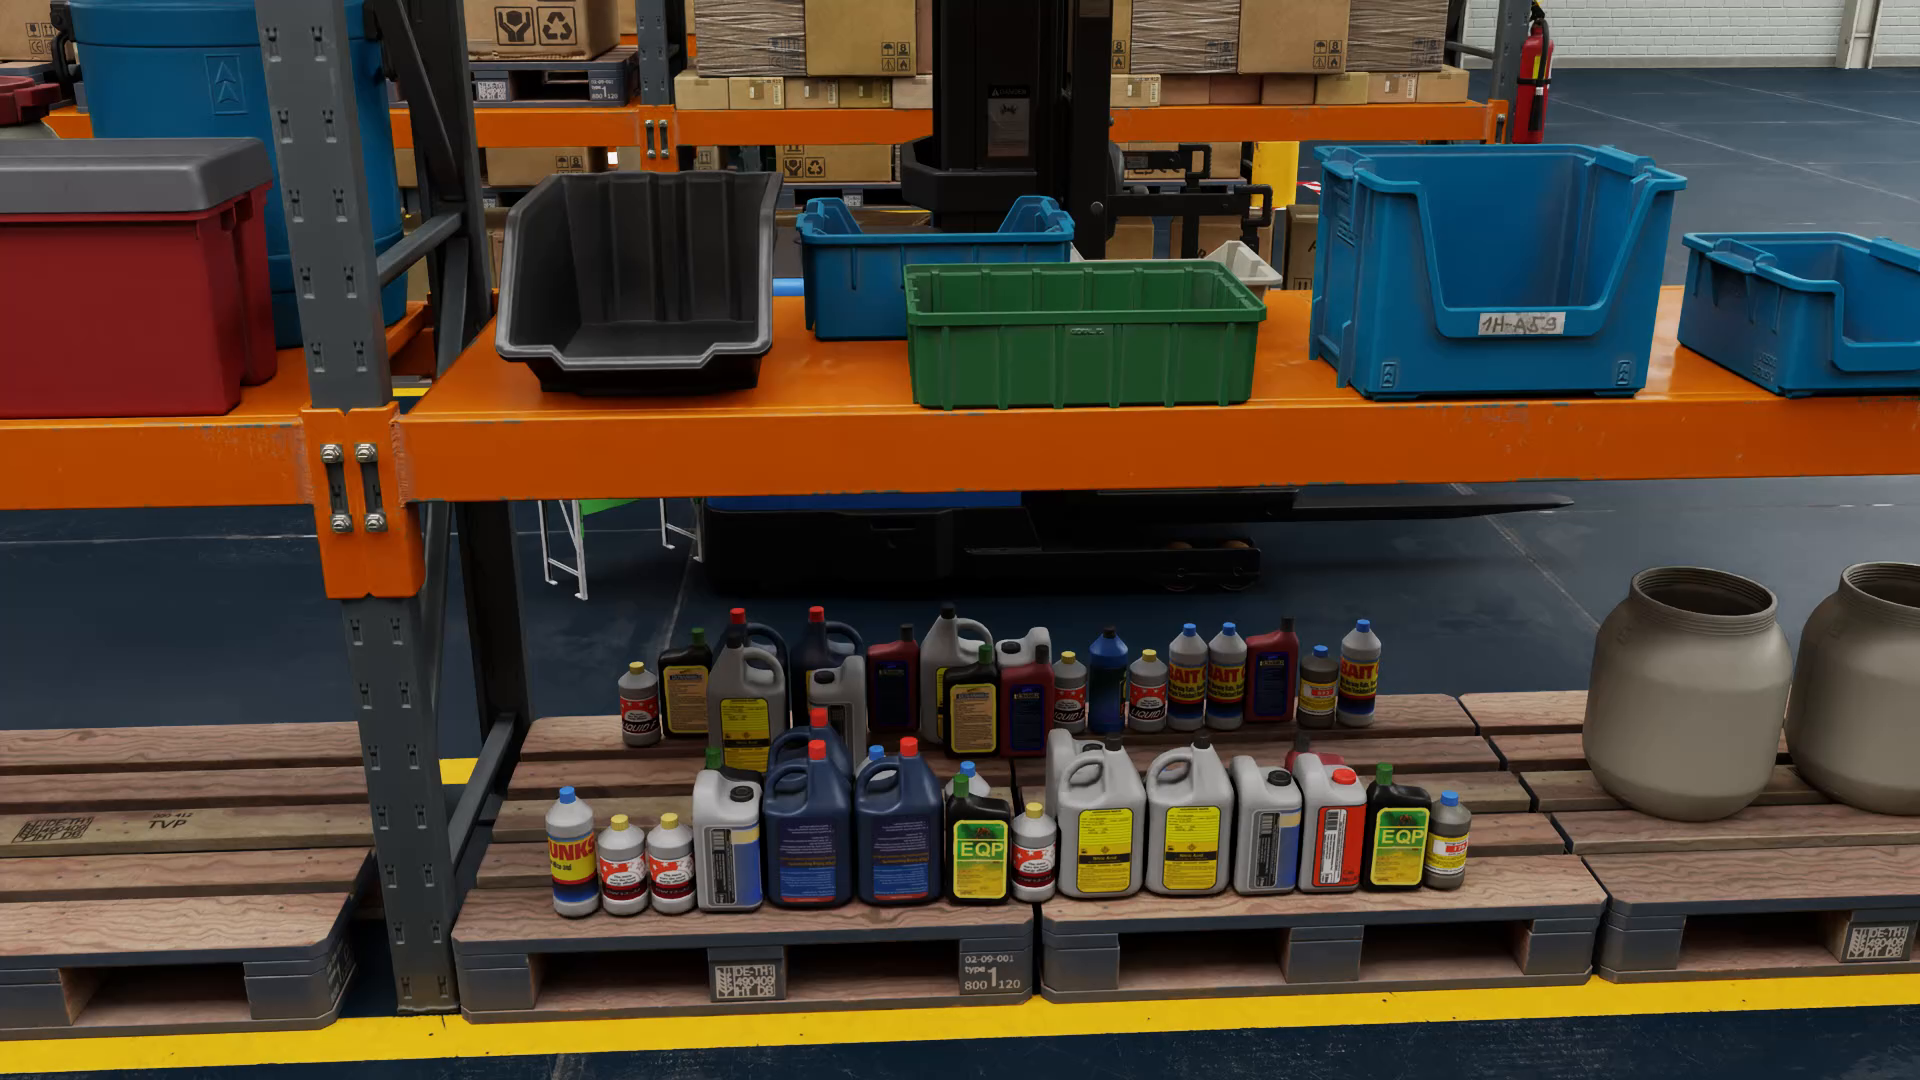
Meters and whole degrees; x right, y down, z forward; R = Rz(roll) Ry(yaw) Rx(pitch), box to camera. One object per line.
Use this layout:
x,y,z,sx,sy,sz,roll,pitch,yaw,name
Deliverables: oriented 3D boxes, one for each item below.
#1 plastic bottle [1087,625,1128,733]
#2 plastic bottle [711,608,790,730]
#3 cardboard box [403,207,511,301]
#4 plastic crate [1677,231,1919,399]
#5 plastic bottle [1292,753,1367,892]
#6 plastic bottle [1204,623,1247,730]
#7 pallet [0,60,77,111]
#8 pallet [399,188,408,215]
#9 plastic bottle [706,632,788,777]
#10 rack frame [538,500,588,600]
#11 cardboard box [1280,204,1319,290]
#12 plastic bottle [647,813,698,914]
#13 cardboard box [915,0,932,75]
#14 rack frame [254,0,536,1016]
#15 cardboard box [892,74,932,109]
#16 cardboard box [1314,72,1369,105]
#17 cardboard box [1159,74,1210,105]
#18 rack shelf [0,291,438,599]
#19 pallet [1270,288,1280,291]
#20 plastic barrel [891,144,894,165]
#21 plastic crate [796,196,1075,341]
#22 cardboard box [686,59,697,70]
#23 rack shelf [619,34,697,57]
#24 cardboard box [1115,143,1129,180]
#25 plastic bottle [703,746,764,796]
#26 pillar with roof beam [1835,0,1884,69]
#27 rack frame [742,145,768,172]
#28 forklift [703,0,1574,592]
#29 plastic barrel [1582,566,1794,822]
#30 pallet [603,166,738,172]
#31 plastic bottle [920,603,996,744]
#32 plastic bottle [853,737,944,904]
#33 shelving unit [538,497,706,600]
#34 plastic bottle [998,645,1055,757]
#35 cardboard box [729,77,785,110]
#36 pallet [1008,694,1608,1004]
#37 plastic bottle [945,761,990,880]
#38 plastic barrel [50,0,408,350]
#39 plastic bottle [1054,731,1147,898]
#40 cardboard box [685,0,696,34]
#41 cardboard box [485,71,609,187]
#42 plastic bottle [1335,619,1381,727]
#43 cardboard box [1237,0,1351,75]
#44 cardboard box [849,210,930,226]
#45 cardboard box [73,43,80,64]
0.374,0.346,4.211,0.097,0.271,0.097,0,21,0,plastic bottle
-0.520,0.336,4.128,0.185,0.351,0.144,-2,21,-4,plastic bottle
-2.521,-1.370,8.398,0.500,0.500,0.700,-1,21,-3,cardboard box
1.715,-0.465,3.336,0.408,0.251,0.499,-1,21,-3,plastic crate
0.785,0.594,3.556,0.135,0.276,0.152,-1,21,-3,plastic bottle
0.677,0.340,4.228,0.097,0.271,0.097,0,21,0,plastic bottle
-4.718,-2.222,8.011,1.003,0.211,1.213,-1,21,-3,pallet
-4.814,-2.709,12.940,1.213,0.211,1.003,-1,21,-3,pallet
-0.512,0.387,3.993,0.185,0.351,0.144,-1,21,-3,plastic bottle
-1.342,-0.390,5.459,0.015,1.200,0.240,-19,28,-41,rack frame
1.940,-1.443,8.618,0.500,0.500,0.500,3,21,7,cardboard box
-0.601,0.666,3.470,0.097,0.201,0.097,0,21,0,plastic bottle
0.018,-2.557,8.063,0.500,0.500,0.875,-1,21,-3,cardboard box
-1.147,-0.581,3.431,0.127,3.000,1.000,-1,21,-3,rack frame
-0.198,-2.135,7.866,0.250,0.149,0.380,-1,21,-3,cardboard box
1.795,-2.197,8.029,0.250,0.149,0.380,-1,21,-3,cardboard box
1.044,-2.194,8.021,0.250,0.149,0.380,-1,21,-3,cardboard box
-3.144,-0.204,3.452,4.000,0.370,1.077,-1,21,-3,rack shelf
1.675,-1.113,8.748,1.213,0.211,1.003,-1,21,-3,pallet
-0.567,-3.468,14.636,0.421,0.421,0.512,15,25,34,plastic barrel
-0.057,-0.630,3.770,0.616,0.251,0.499,-1,21,-3,plastic crate
-1.232,-2.332,8.383,0.250,0.149,0.380,-1,21,-3,cardboard box
-3.608,-3.728,12.707,4.000,0.370,1.077,-1,21,-3,rack shelf
0.830,-3.333,13.056,0.875,0.875,0.875,-1,21,-4,cardboard box
-0.489,0.578,3.586,0.133,0.283,0.061,-1,21,-3,plastic bottle
13.191,-9.529,18.503,0.400,9.000,9.100,-1,21,-3,pillar with roof beam
-1.612,-4.104,12.686,0.127,3.000,1.000,-1,21,-3,rack frame
0.629,-1.382,5.630,3.031,2.935,1.130,-1,21,-3,forklift
1.694,0.355,3.879,0.421,0.512,0.421,0,21,0,plastic barrel
-2.378,-2.759,13.070,1.213,0.211,1.003,-1,21,-3,pallet
-0.006,0.325,4.155,0.185,0.351,0.144,-1,21,-3,plastic bottle
-0.129,0.579,3.490,0.185,0.351,0.144,-2,21,-5,plastic bottle
-1.168,-0.451,5.618,0.503,1.200,0.258,-19,28,-41,shelving unit
0.163,0.393,4.073,0.133,0.283,0.061,-1,21,-3,plastic bottle
-0.947,-2.121,7.829,0.250,0.149,0.380,-1,21,-3,cardboard box
0.747,0.698,3.992,1.213,0.211,1.003,-1,21,-3,pallet
0.016,0.599,3.547,0.097,0.271,0.097,0,21,0,plastic bottle
-1.550,-0.915,3.604,0.708,0.901,0.600,-1,21,-3,plastic barrel
0.296,0.570,3.513,0.185,0.351,0.144,-1,21,-3,plastic bottle
-2.117,-4.046,12.391,0.500,0.500,0.500,-1,21,-3,cardboard box
-3.190,-3.186,12.846,0.750,0.750,1.050,-1,21,-3,cardboard box
1.019,0.333,4.246,0.097,0.271,0.097,0,21,0,plastic bottle
1.521,-2.553,8.053,0.500,0.500,0.875,-1,21,-3,cardboard box
-0.456,-1.377,8.444,0.500,0.500,0.500,5,22,14,cardboard box
-3.737,-2.338,7.666,0.500,0.250,0.500,-2,21,-5,cardboard box
